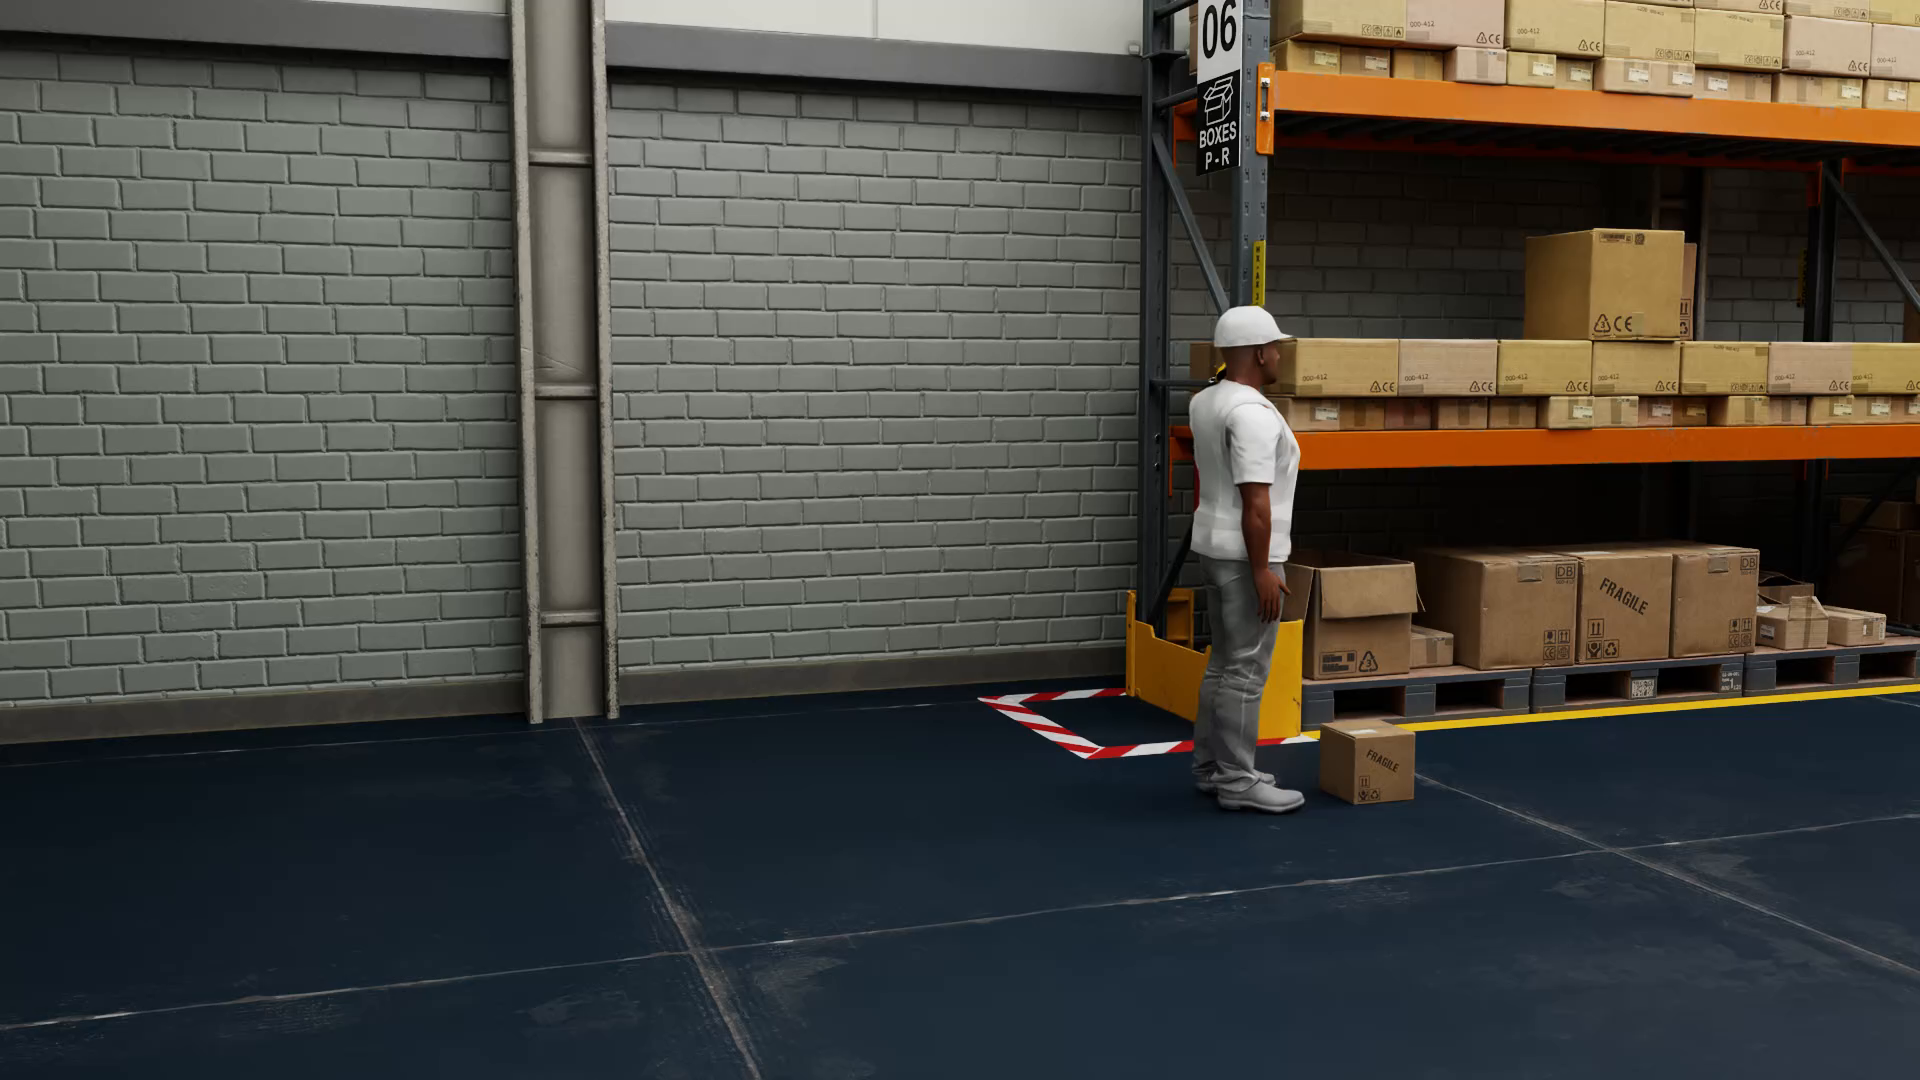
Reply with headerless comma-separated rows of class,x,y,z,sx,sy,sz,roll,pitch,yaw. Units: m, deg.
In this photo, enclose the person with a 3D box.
person,0.981,0.081,5.913,0.356,1.762,0.565,-2,6,-17
